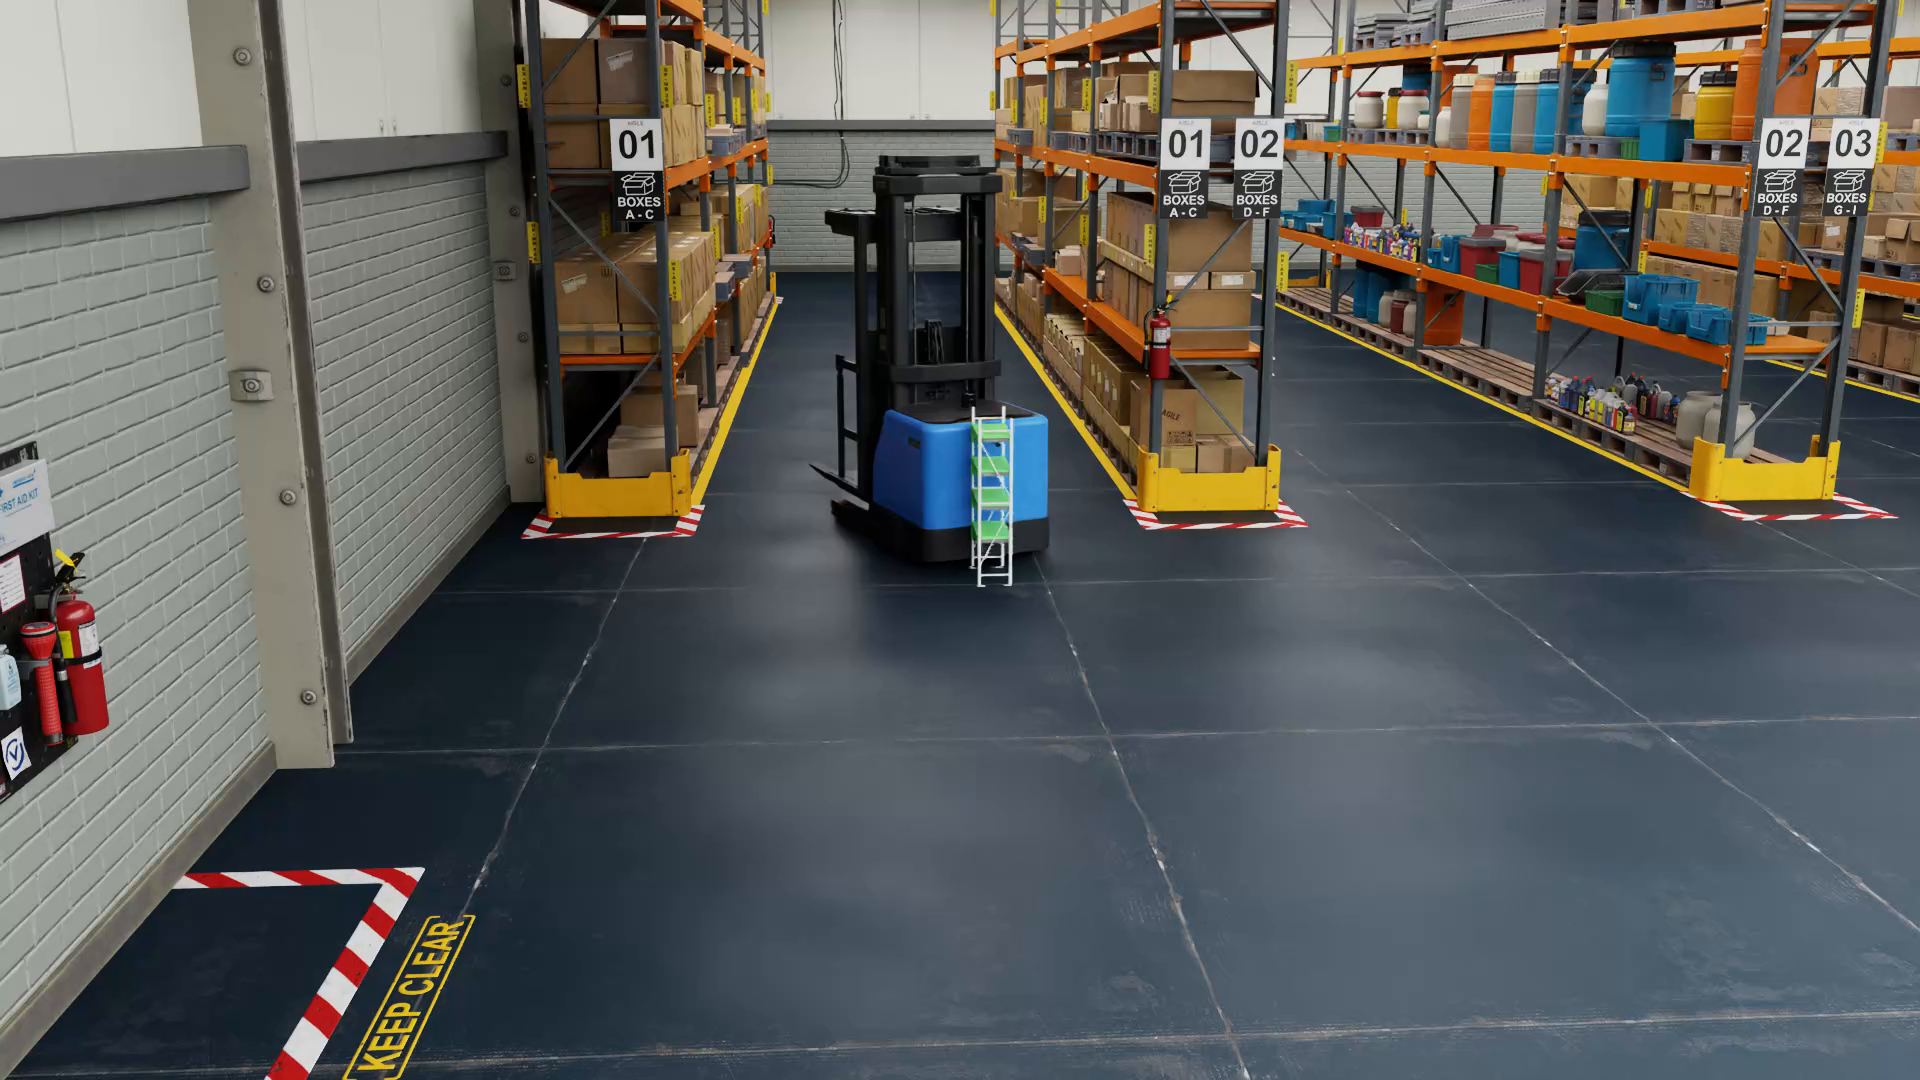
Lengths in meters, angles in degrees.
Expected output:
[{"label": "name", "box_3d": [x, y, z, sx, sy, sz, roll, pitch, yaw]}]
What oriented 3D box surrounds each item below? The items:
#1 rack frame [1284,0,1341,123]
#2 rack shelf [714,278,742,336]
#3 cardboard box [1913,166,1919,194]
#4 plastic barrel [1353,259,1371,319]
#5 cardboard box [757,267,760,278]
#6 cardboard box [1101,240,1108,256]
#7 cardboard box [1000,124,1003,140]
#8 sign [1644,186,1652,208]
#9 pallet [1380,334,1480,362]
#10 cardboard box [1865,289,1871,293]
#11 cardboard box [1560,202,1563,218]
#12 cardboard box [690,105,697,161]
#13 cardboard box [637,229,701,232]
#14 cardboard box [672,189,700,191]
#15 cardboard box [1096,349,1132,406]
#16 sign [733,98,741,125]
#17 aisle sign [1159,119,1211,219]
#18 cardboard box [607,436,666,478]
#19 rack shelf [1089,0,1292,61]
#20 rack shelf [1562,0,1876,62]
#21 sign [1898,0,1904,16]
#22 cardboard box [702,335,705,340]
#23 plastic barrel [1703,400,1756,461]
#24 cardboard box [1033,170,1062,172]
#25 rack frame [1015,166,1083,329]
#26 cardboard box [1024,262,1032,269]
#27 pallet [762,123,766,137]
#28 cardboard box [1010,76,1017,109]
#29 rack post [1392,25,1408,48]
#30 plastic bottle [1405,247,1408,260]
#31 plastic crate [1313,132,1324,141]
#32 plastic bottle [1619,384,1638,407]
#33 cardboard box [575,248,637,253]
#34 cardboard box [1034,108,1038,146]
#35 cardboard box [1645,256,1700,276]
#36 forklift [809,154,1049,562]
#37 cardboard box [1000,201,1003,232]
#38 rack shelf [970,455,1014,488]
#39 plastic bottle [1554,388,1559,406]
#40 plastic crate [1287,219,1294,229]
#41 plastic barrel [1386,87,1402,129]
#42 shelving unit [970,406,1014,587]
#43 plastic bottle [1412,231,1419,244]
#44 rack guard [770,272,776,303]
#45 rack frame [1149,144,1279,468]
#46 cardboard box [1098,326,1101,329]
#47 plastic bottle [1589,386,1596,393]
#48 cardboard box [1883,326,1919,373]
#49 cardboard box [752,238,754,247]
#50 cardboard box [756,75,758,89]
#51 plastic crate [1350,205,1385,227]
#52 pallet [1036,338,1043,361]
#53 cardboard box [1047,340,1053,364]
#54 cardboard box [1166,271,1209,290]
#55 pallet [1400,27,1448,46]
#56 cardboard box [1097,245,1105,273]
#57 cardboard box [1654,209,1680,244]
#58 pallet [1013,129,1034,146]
[{"label": "rack frame", "box_3d": [6.051, -8.705, 28.801, 1.000, 3.000, 0.127, -1, 14, -3]}, {"label": "rack shelf", "box_3d": [-3.217, -2.811, 19.377, 1.077, 0.370, 4.000, -1, 14, -3]}, {"label": "cardboard box", "box_3d": [15.863, -5.851, 26.942, 0.500, 0.500, 0.500, -1, 14, -5]}, {"label": "plastic barrel", "box_3d": [6.316, -3.857, 25.364, 0.600, 0.901, 0.708, -1, 14, -3]}, {"label": "cardboard box", "box_3d": [-3.372, -4.235, 26.337, 0.380, 0.149, 0.250, 0, 14, -2]}, {"label": "cardboard box", "box_3d": [1.674, -3.033, 17.291, 0.380, 0.149, 0.250, -1, 14, -4]}, {"label": "cardboard box", "box_3d": [0.936, -6.724, 27.420, 0.500, 0.250, 0.500, -1, 14, -3]}, {"label": "sign", "box_3d": [10.689, -5.330, 25.827, 0.100, 0.325, 0.005, -1, 14, -3]}, {"label": "pallet", "box_3d": [6.457, -2.655, 22.922, 1.003, 0.211, 1.213, -1, 14, -3]}, {"label": "cardboard box", "box_3d": [15.731, -4.299, 28.594, 0.380, 0.149, 0.250, -2, 15, -6]}, {"label": "cardboard box", "box_3d": [10.755, -5.824, 29.347, 0.500, 0.250, 0.500, -1, 14, -5]}, {"label": "cardboard box", "box_3d": [-2.724, -3.788, 15.470, 0.500, 0.500, 0.500, -1, 15, -6]}, {"label": "cardboard box", "box_3d": [-3.091, -3.051, 17.781, 0.700, 0.500, 0.500, -1, 14, -3]}, {"label": "cardboard box", "box_3d": [-3.717, -4.715, 22.987, 0.500, 0.250, 0.500, -1, 14, -5]}, {"label": "cardboard box", "box_3d": [1.629, -1.606, 16.419, 0.500, 0.500, 0.500, -1, 14, -3]}, {"label": "sign", "box_3d": [-2.799, -5.368, 20.813, 0.100, 0.325, 0.005, -1, 14, -3]}, {"label": "aisle sign", "box_3d": [1.810, -2.983, 13.384, 0.394, 0.787, 0.004, -1, 14, -3]}, {"label": "cardboard box", "box_3d": [-2.798, -0.752, 14.443, 0.500, 0.311, 0.500, -3, 15, -10]}, {"label": "rack shelf", "box_3d": [1.975, -4.606, 15.114, 1.077, 0.370, 4.000, -1, 14, -3]}, {"label": "rack shelf", "box_3d": [6.919, -4.681, 15.408, 1.077, 0.370, 4.000, -1, 14, -3]}, {"label": "sign", "box_3d": [16.507, -9.366, 29.175, 0.100, 0.325, 0.005, -1, 14, -3]}, {"label": "cardboard box", "box_3d": [-3.229, -2.103, 19.314, 0.700, 0.500, 0.500, -1, 14, -3]}, {"label": "plastic barrel", "box_3d": [6.926, -0.982, 14.972, 0.421, 0.512, 0.421, 0, 14, 0]}, {"label": "cardboard box", "box_3d": [1.478, -5.896, 27.715, 0.500, 0.500, 0.500, 0, 14, -2]}, {"label": "rack frame", "box_3d": [1.355, -4.729, 25.388, 1.000, 3.000, 0.127, -1, 14, -3]}, {"label": "cardboard box", "box_3d": [1.387, -4.595, 29.000, 0.500, 0.500, 0.500, -1, 14, -3]}, {"label": "pallet", "box_3d": [-3.780, -6.872, 27.875, 1.003, 0.211, 1.213, -1, 14, -3]}, {"label": "cardboard box", "box_3d": [1.178, -7.208, 26.794, 0.700, 0.500, 0.500, -1, 14, -3]}, {"label": "rack post", "box_3d": [6.552, -6.967, 23.048, 0.937, 0.300, 0.954, 1, 14, 3]}, {"label": "plastic bottle", "box_3d": [6.093, -3.894, 22.541, 0.097, 0.201, 0.097, 0, 14, 0]}, {"label": "plastic crate", "box_3d": [5.841, -6.440, 26.547, 0.293, 0.136, 0.466, -1, 14, -3]}, {"label": "plastic bottle", "box_3d": [6.988, -1.497, 17.410, 0.152, 0.276, 0.135, -1, 14, -3]}, {"label": "cardboard box", "box_3d": [-3.144, -2.336, 14.840, 0.500, 0.500, 0.500, -1, 14, -5]}, {"label": "cardboard box", "box_3d": [1.478, -5.600, 22.551, 0.910, 0.500, 0.500, -1, 14, -3]}, {"label": "cardboard box", "box_3d": [11.302, -3.897, 25.574, 1.225, 0.875, 0.875, -1, 14, -3]}, {"label": "forklift", "box_3d": [-0.404, -1.577, 13.272, 1.130, 2.935, 3.031, -7, 16, -24]}, {"label": "cardboard box", "box_3d": [0.937, -5.405, 27.814, 0.500, 0.500, 0.500, -1, 14, -4]}, {"label": "rack shelf", "box_3d": [0.225, -0.485, 11.795, 0.258, 0.148, 0.480, -1, 14, -5]}, {"label": "plastic bottle", "box_3d": [6.390, -1.537, 17.712, 0.097, 0.201, 0.097, 0, 14, 0]}, {"label": "plastic crate", "box_3d": [5.717, -5.385, 28.345, 0.250, 0.136, 0.298, -1, 14, -3]}, {"label": "plastic barrel", "box_3d": [6.558, -6.328, 24.362, 0.600, 0.588, 0.600, 0, 14, 0]}, {"label": "shelving unit", "box_3d": [0.225, -0.314, 11.839, 0.258, 1.200, 0.503, -1, 14, -5]}, {"label": "plastic bottle", "box_3d": [6.599, -4.336, 24.116, 0.097, 0.271, 0.097, 0, 14, 0]}, {"label": "rack guard", "box_3d": [-3.838, -4.442, 29.288, 1.175, 0.500, 0.348, -1, 14, -3]}, {"label": "rack frame", "box_3d": [2.099, -1.745, 13.789, 1.000, 3.000, 0.127, -1, 14, -3]}, {"label": "cardboard box", "box_3d": [1.948, -2.497, 20.261, 0.500, 0.311, 0.500, -1, 14, -4]}, {"label": "plastic bottle", "box_3d": [6.560, -1.466, 17.296, 0.097, 0.271, 0.097, 0, 14, 0]}, {"label": "cardboard box", "box_3d": [11.676, -2.305, 20.101, 0.700, 0.500, 0.500, -2, 15, -8]}, {"label": "cardboard box", "box_3d": [-3.246, -4.398, 24.564, 0.380, 0.149, 0.250, -1, 14, -2]}, {"label": "cardboard box", "box_3d": [-3.391, -6.956, 25.776, 0.500, 0.500, 0.500, -1, 14, -5]}, {"label": "plastic crate", "box_3d": [6.494, -5.091, 26.544, 0.402, 0.464, 0.583, -1, 14, -3]}, {"label": "pallet", "box_3d": [1.594, -2.570, 22.593, 1.003, 0.211, 1.213, -1, 14, -3]}, {"label": "cardboard box", "box_3d": [1.374, -2.347, 20.802, 0.500, 0.250, 0.500, -1, 14, -5]}, {"label": "cardboard box", "box_3d": [1.885, -2.200, 14.054, 0.380, 0.149, 0.250, -1, 14, -4]}, {"label": "pallet", "box_3d": [6.533, -6.610, 21.840, 1.213, 0.211, 1.003, -1, 14, -3]}, {"label": "cardboard box", "box_3d": [1.787, -3.111, 18.896, 0.500, 0.500, 0.500, 0, 14, 1]}, {"label": "cardboard box", "box_3d": [11.022, -4.812, 25.507, 0.500, 0.500, 0.500, -1, 14, -3]}, {"label": "pallet", "box_3d": [1.393, -5.670, 23.401, 1.213, 0.211, 1.003, -1, 14, -3]}]
